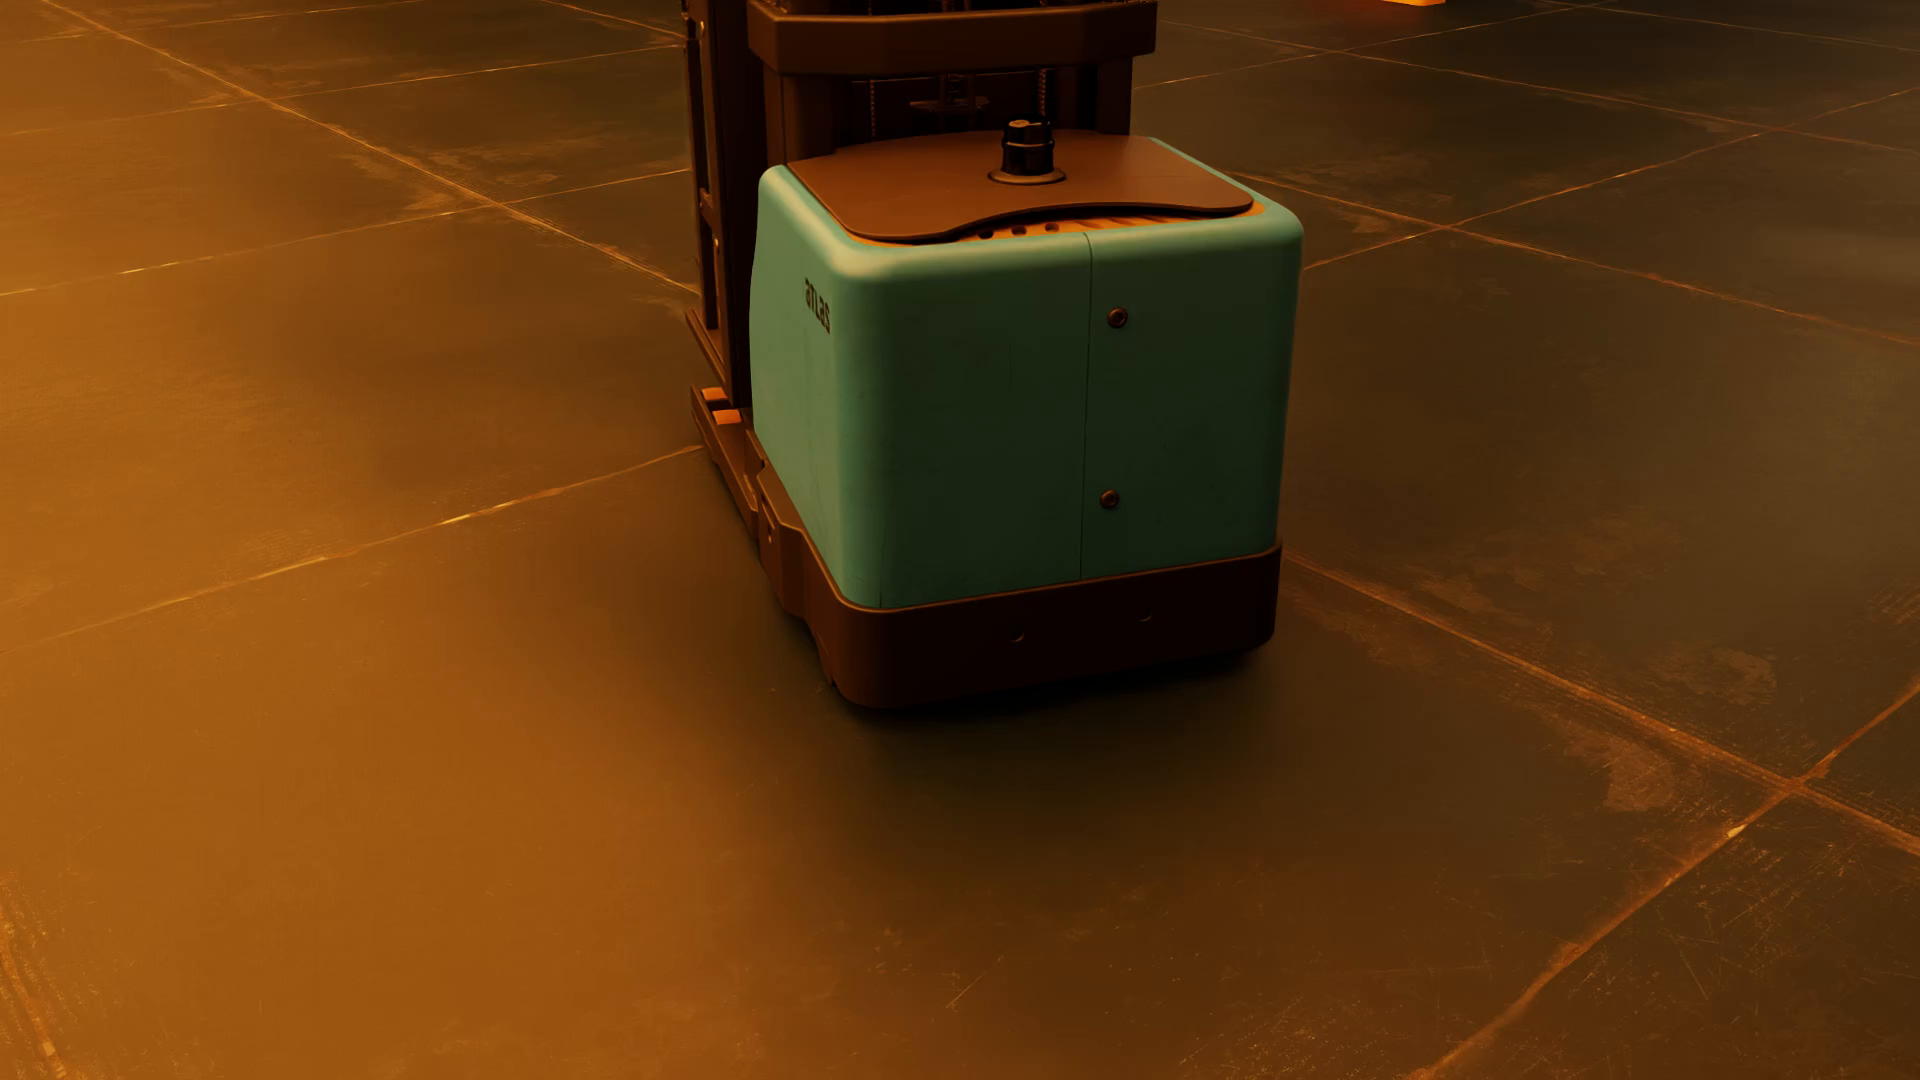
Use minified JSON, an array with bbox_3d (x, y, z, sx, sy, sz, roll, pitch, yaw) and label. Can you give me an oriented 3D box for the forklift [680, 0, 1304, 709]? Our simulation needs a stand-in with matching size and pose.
[{"bbox_3d":[-0.192,-1.582,4.392,1.130,2.935,3.031,-8,27,-16],"label":"forklift"}]
